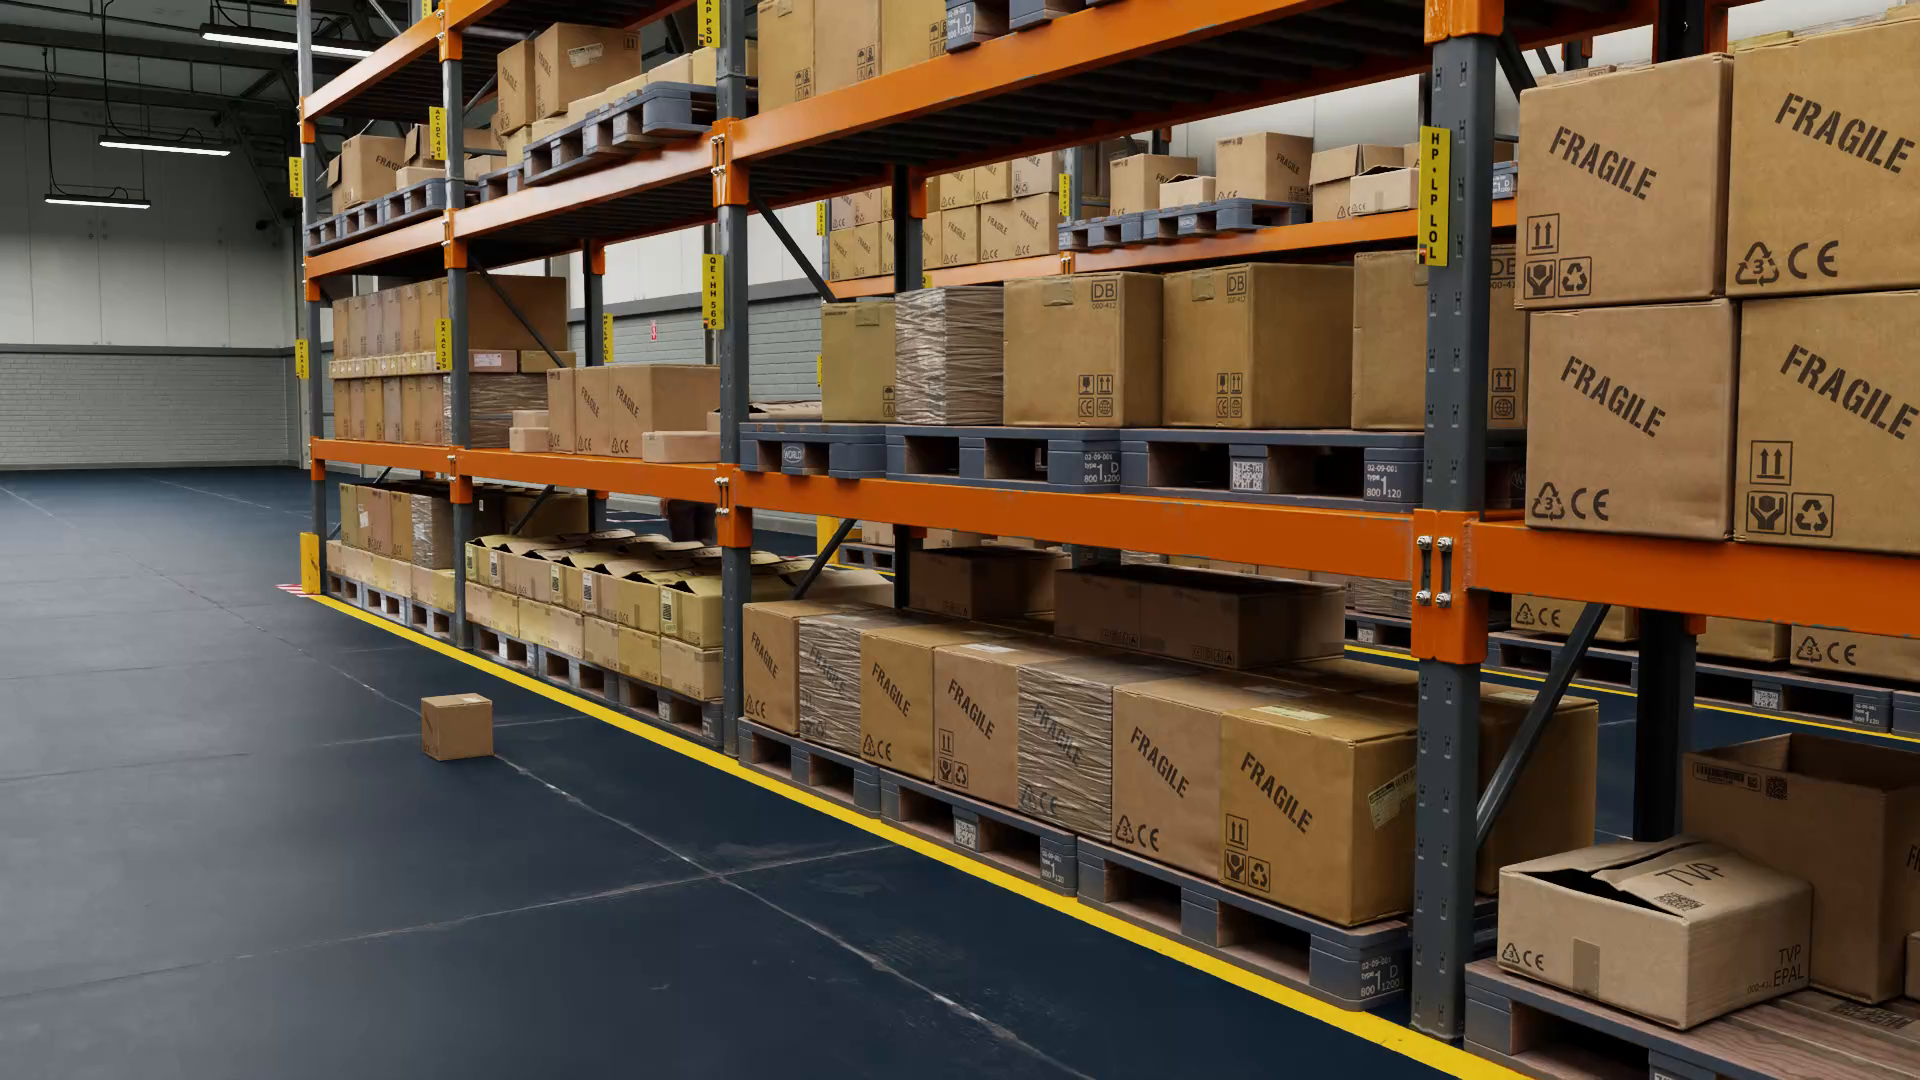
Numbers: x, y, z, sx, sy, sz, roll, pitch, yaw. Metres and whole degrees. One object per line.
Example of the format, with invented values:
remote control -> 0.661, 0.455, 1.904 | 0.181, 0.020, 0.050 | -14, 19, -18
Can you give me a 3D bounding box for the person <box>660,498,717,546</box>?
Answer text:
person -> -2.055, -0.325, 12.708 | 0.555, 1.709, 0.470 | -3, 5, -32
